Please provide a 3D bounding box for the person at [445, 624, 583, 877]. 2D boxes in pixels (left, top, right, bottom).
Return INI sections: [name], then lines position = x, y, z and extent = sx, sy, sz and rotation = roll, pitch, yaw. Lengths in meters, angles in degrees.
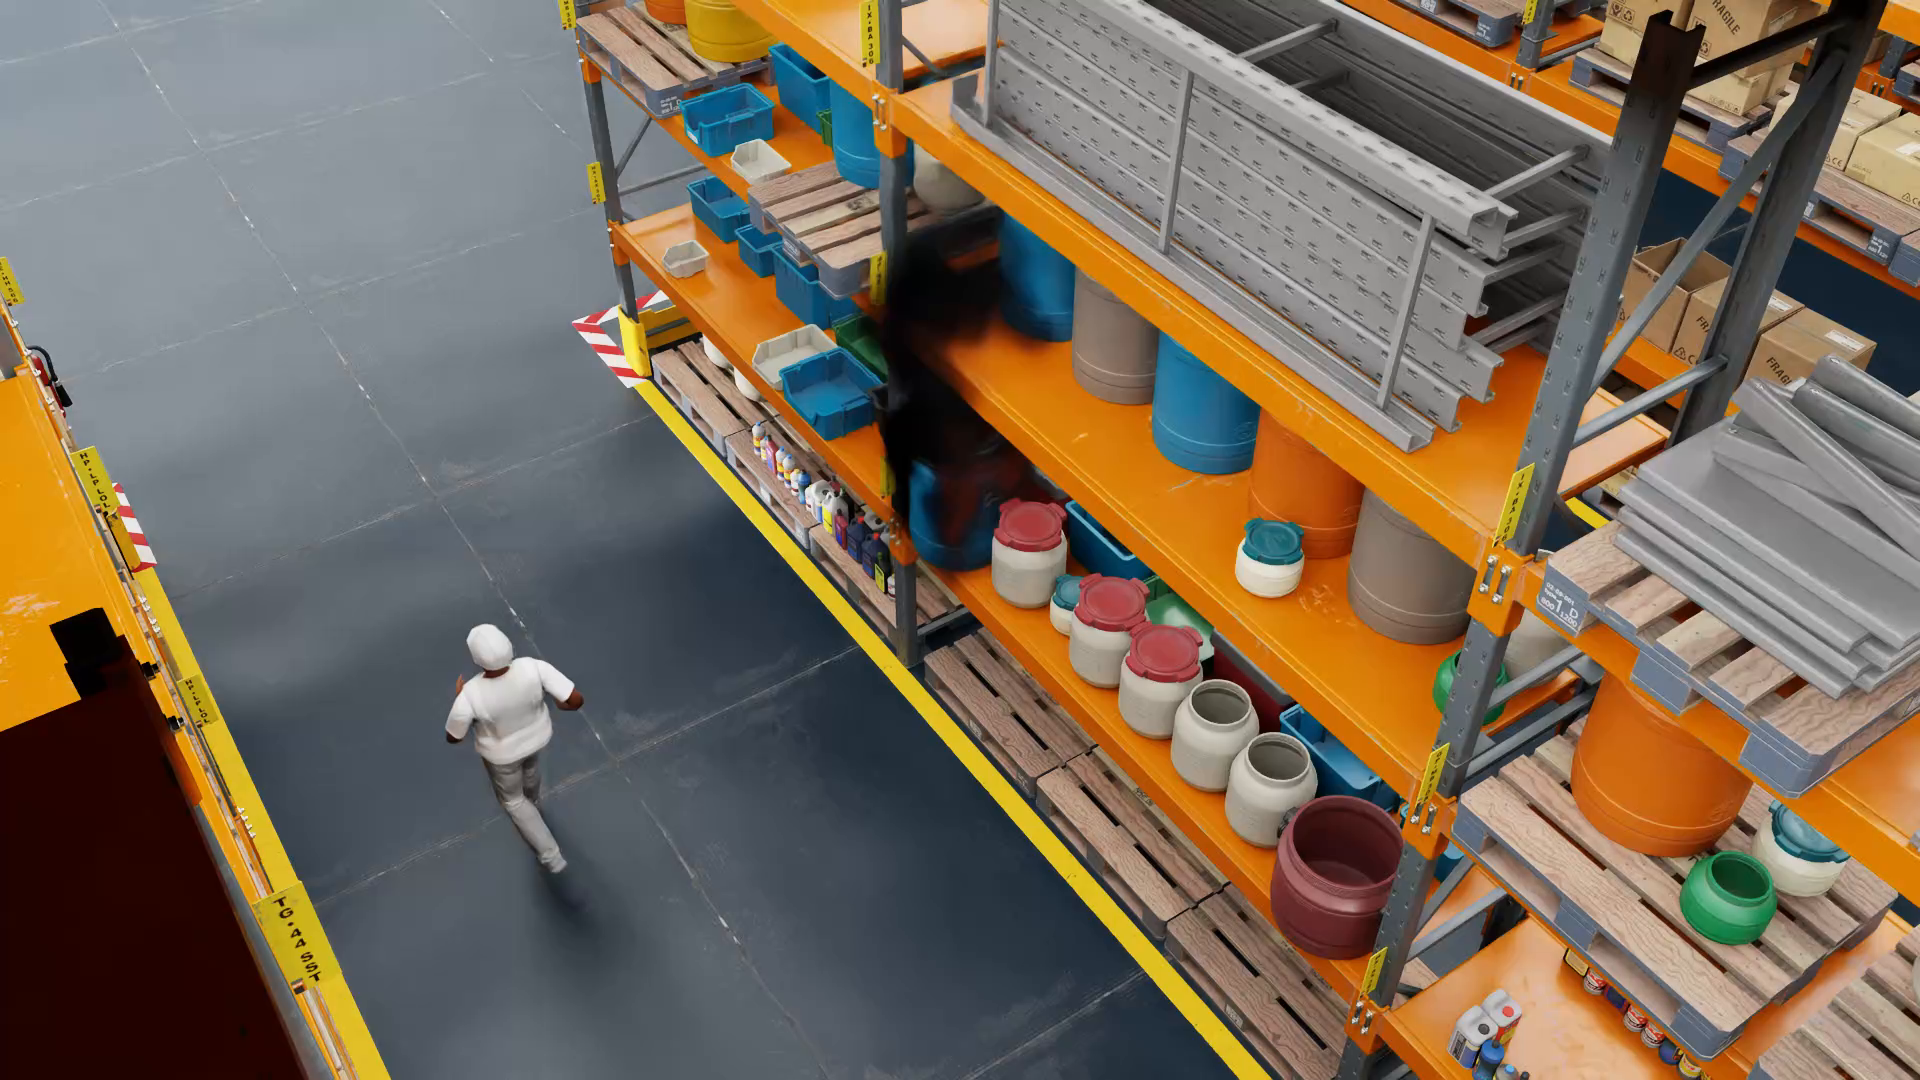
[person]
position = -2.468, 1.114, 9.237
extent = 0.710, 1.745, 0.968
rotation = -28, 50, -27
